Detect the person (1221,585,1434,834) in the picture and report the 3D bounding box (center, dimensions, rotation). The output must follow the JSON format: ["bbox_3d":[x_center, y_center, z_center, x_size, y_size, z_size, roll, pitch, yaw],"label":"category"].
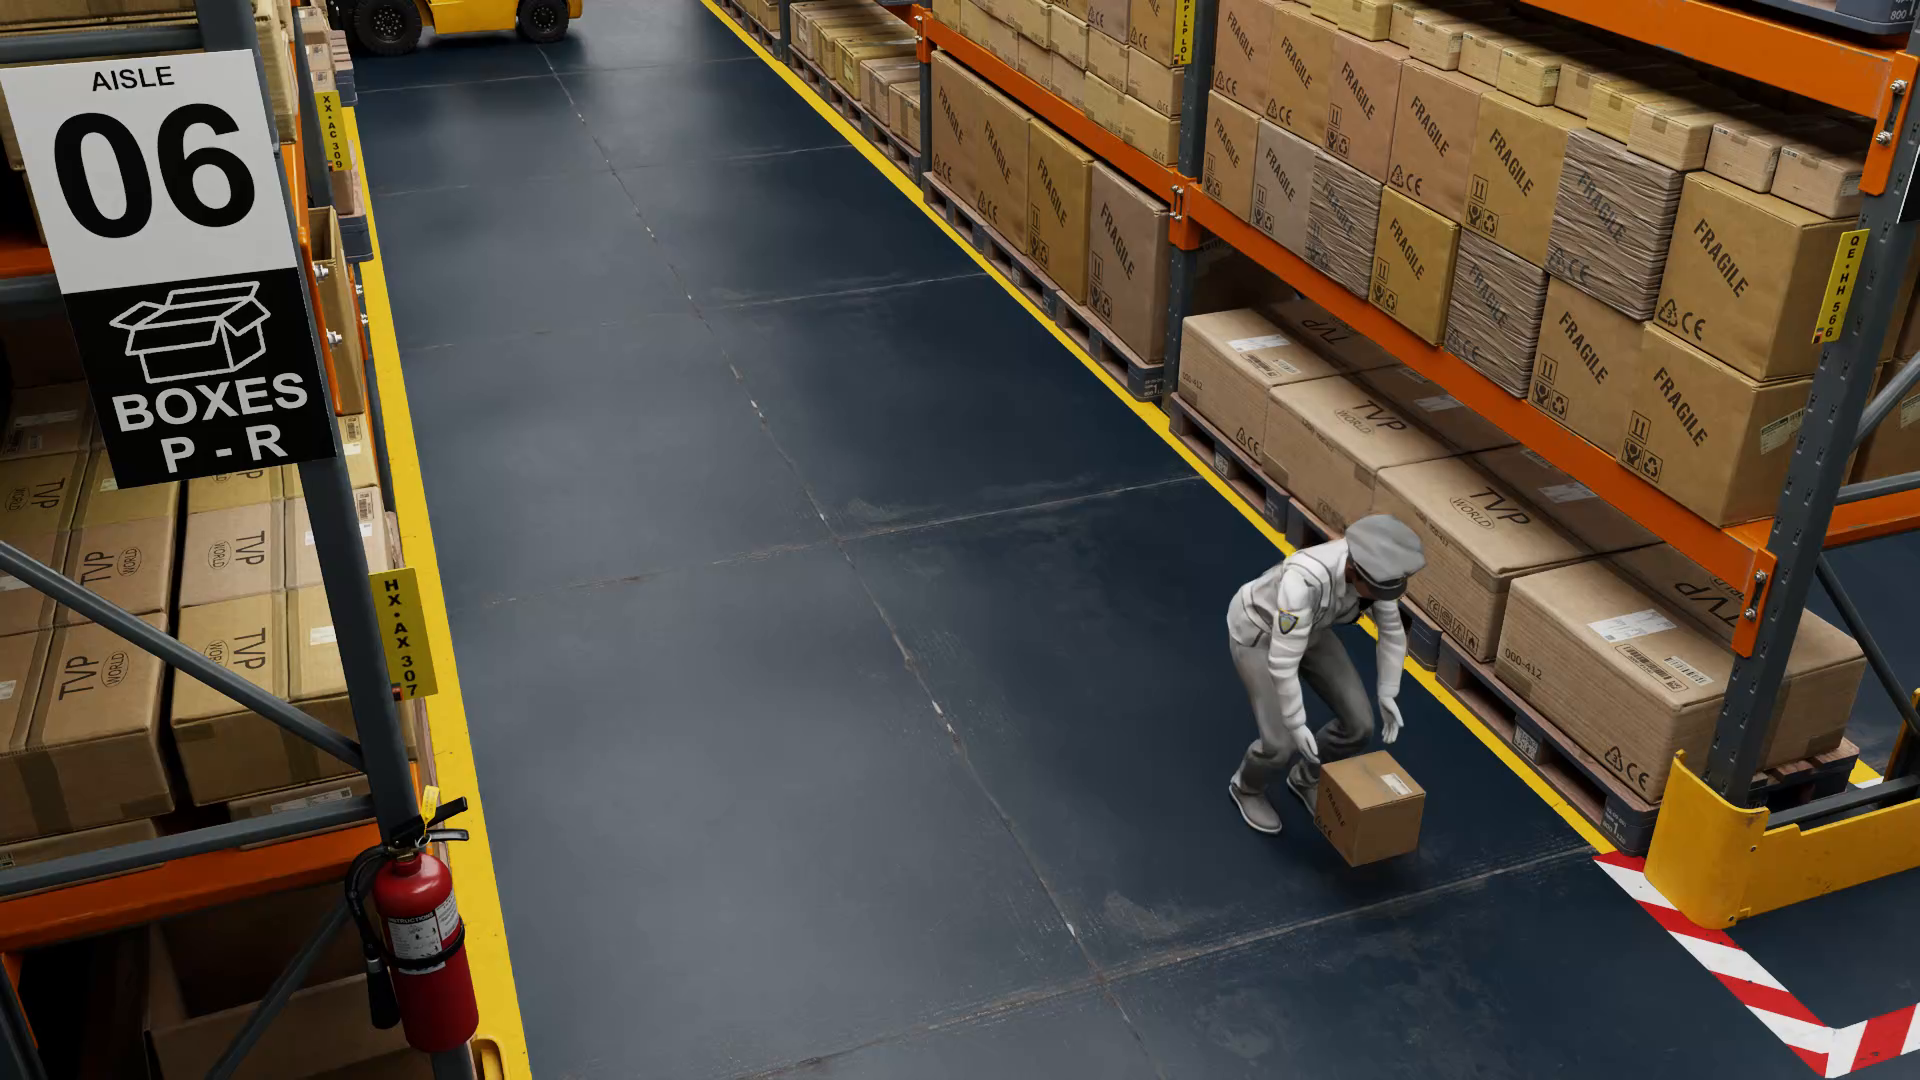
[{"bbox_3d":[1.254,0.541,5.768,0.501,1.094,0.811,-12,32,-19],"label":"person"}]
